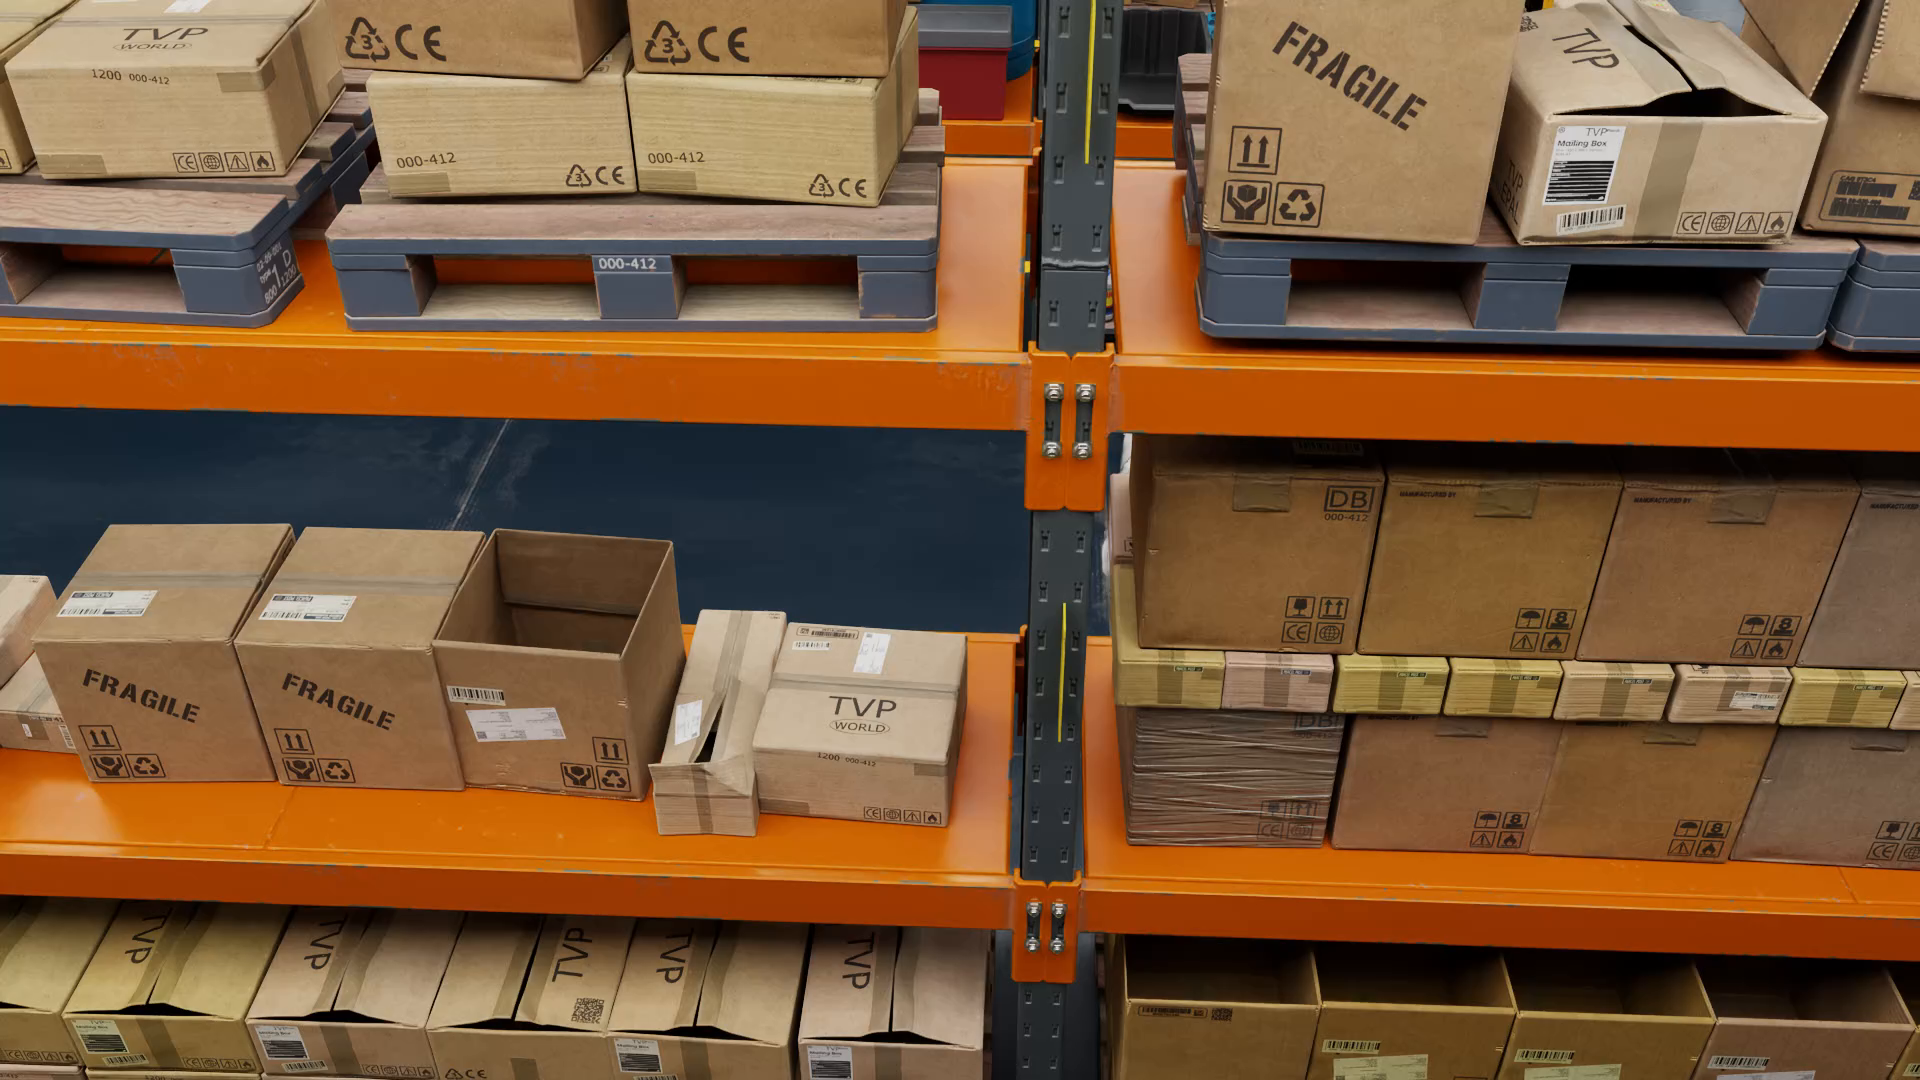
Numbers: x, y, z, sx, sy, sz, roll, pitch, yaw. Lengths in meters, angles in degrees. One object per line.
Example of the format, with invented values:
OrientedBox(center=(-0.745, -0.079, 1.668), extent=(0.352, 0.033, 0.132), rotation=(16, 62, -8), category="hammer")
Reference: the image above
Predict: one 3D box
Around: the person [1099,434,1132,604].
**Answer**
OrientedBox(center=(0.707, 0.111, 6.022), extent=(0.411, 1.641, 0.492), rotation=(3, 36, 4), category="person")
